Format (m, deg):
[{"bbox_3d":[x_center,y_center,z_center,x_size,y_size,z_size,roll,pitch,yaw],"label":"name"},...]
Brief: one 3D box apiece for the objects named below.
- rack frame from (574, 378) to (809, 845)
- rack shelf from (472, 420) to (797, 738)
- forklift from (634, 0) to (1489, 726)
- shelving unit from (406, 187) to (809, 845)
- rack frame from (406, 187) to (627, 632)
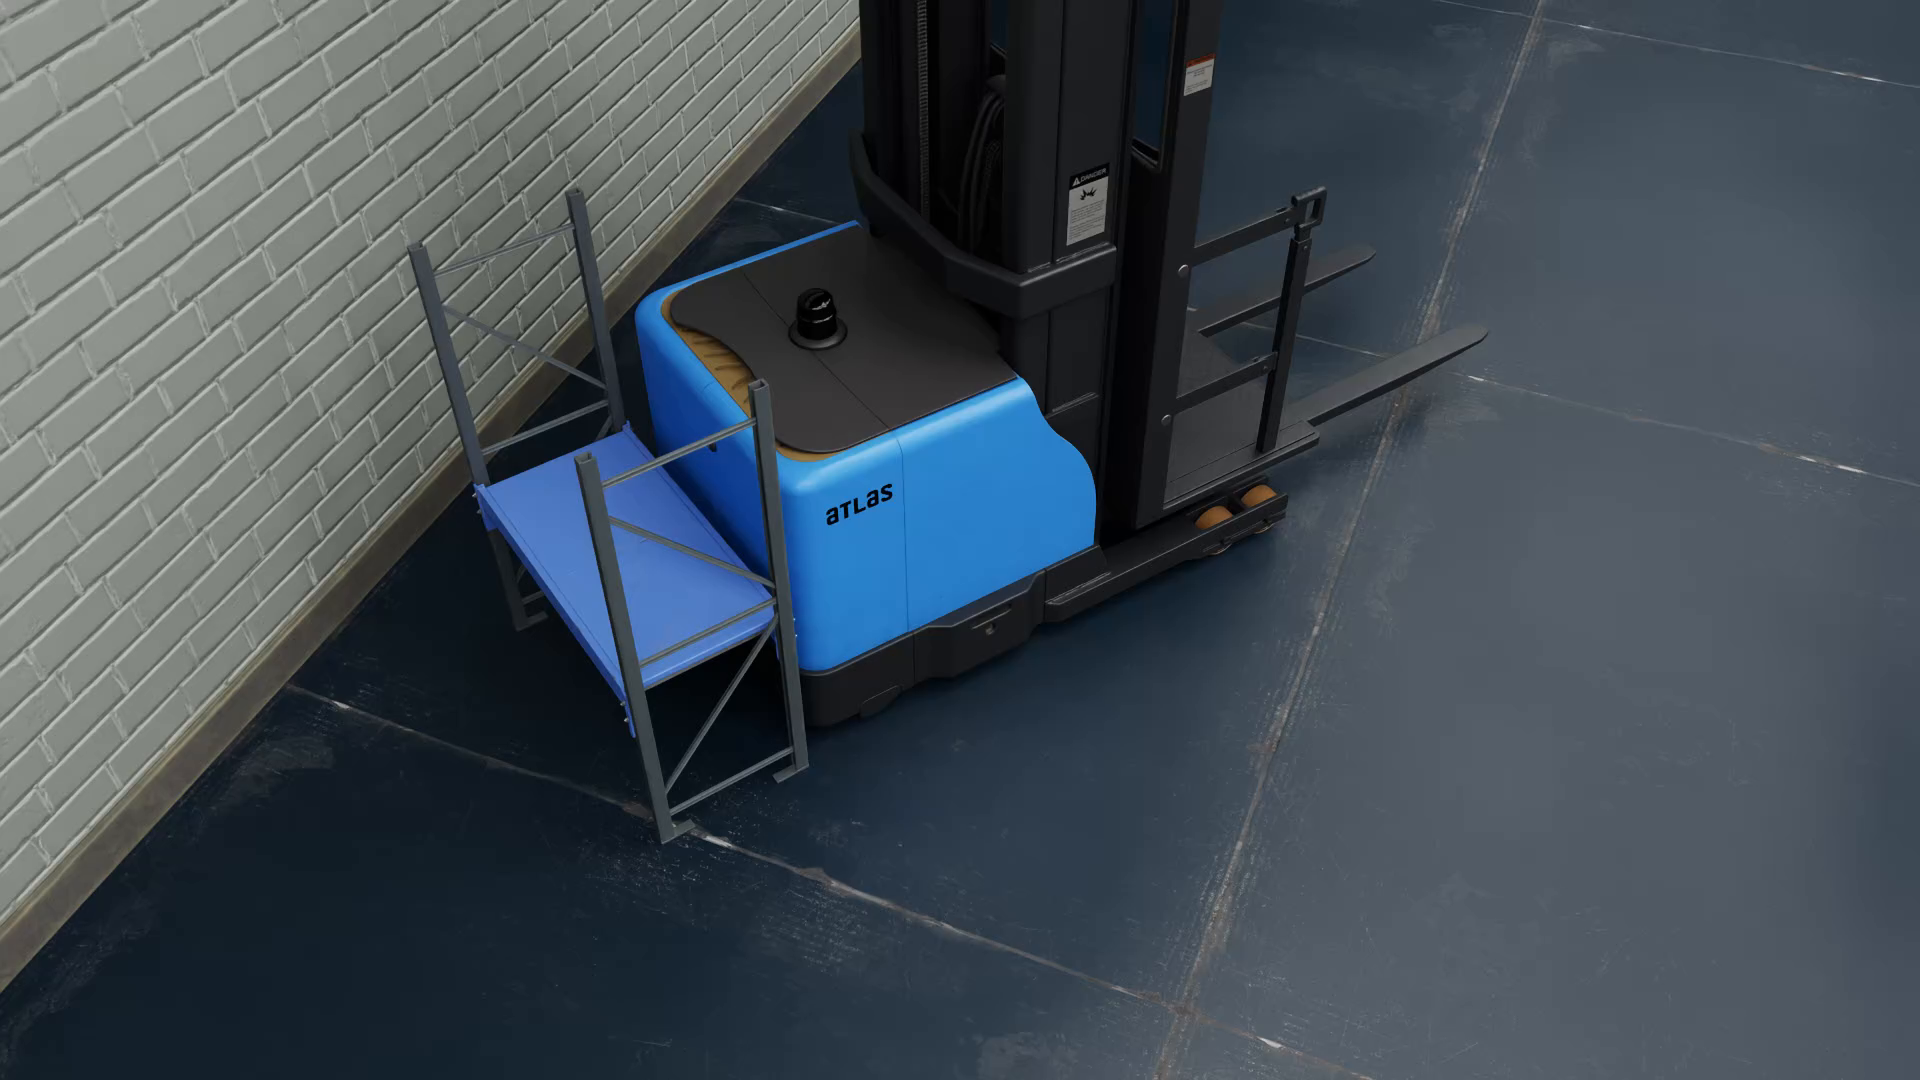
[{"bbox_3d":[-0.673,0.250,4.435,0.500,1.500,0.032,-26,50,-24],"label":"rack frame"},{"bbox_3d":[-0.963,0.083,4.858,0.538,0.185,1.000,-26,50,-24],"label":"rack shelf"},{"bbox_3d":[0.528,-1.279,4.958,3.031,2.935,1.130,-24,50,-23],"label":"forklift"},{"bbox_3d":[-0.963,-0.044,4.731,0.538,1.500,1.048,-26,50,-24],"label":"shelving unit"},{"bbox_3d":[-1.253,-0.339,5.027,0.500,1.500,0.032,-26,50,-24],"label":"rack frame"}]
